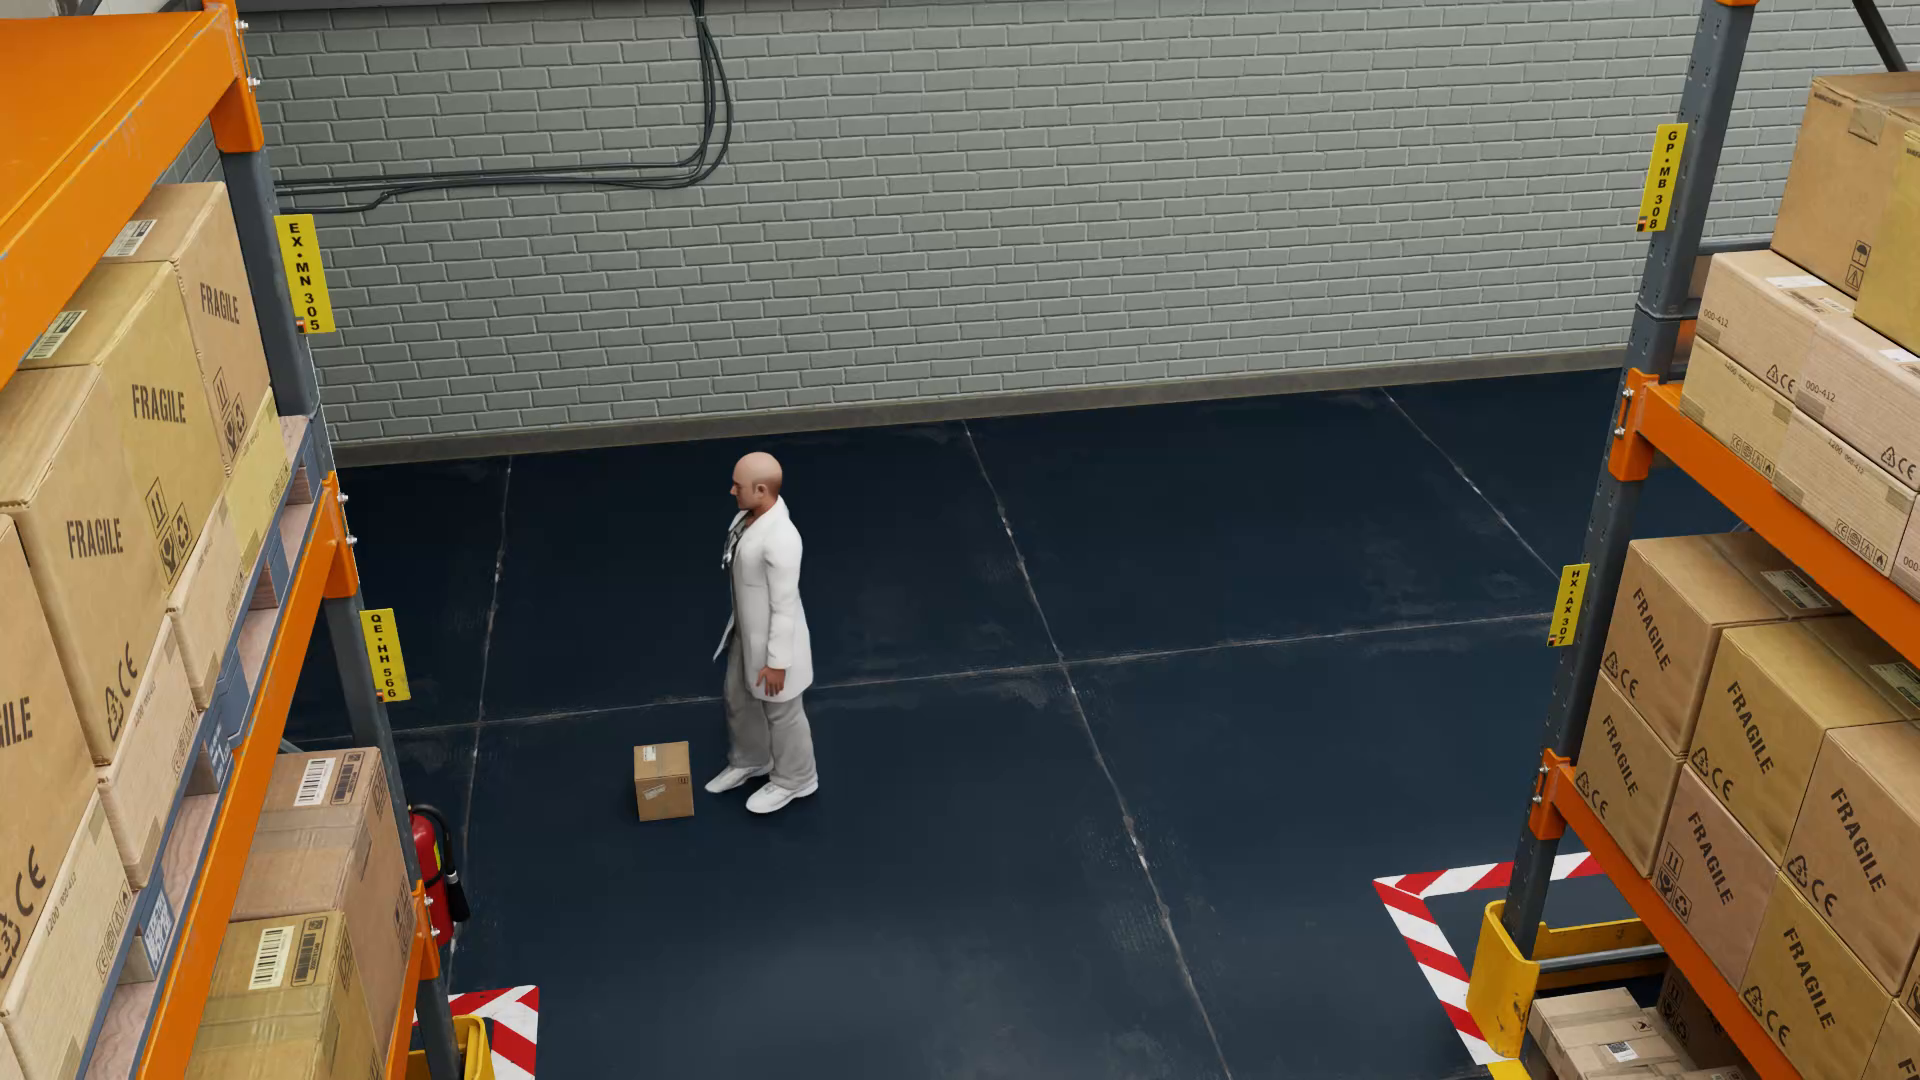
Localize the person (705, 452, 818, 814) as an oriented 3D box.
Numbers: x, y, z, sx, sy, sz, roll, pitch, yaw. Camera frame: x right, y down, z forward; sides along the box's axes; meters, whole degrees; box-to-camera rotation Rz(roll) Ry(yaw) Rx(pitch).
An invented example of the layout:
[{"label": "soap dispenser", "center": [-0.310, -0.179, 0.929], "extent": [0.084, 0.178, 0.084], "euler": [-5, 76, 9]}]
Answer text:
[{"label": "person", "center": [-0.914, 0.470, 7.383], "extent": [0.510, 1.832, 0.623], "euler": [-12, 32, -20]}]
